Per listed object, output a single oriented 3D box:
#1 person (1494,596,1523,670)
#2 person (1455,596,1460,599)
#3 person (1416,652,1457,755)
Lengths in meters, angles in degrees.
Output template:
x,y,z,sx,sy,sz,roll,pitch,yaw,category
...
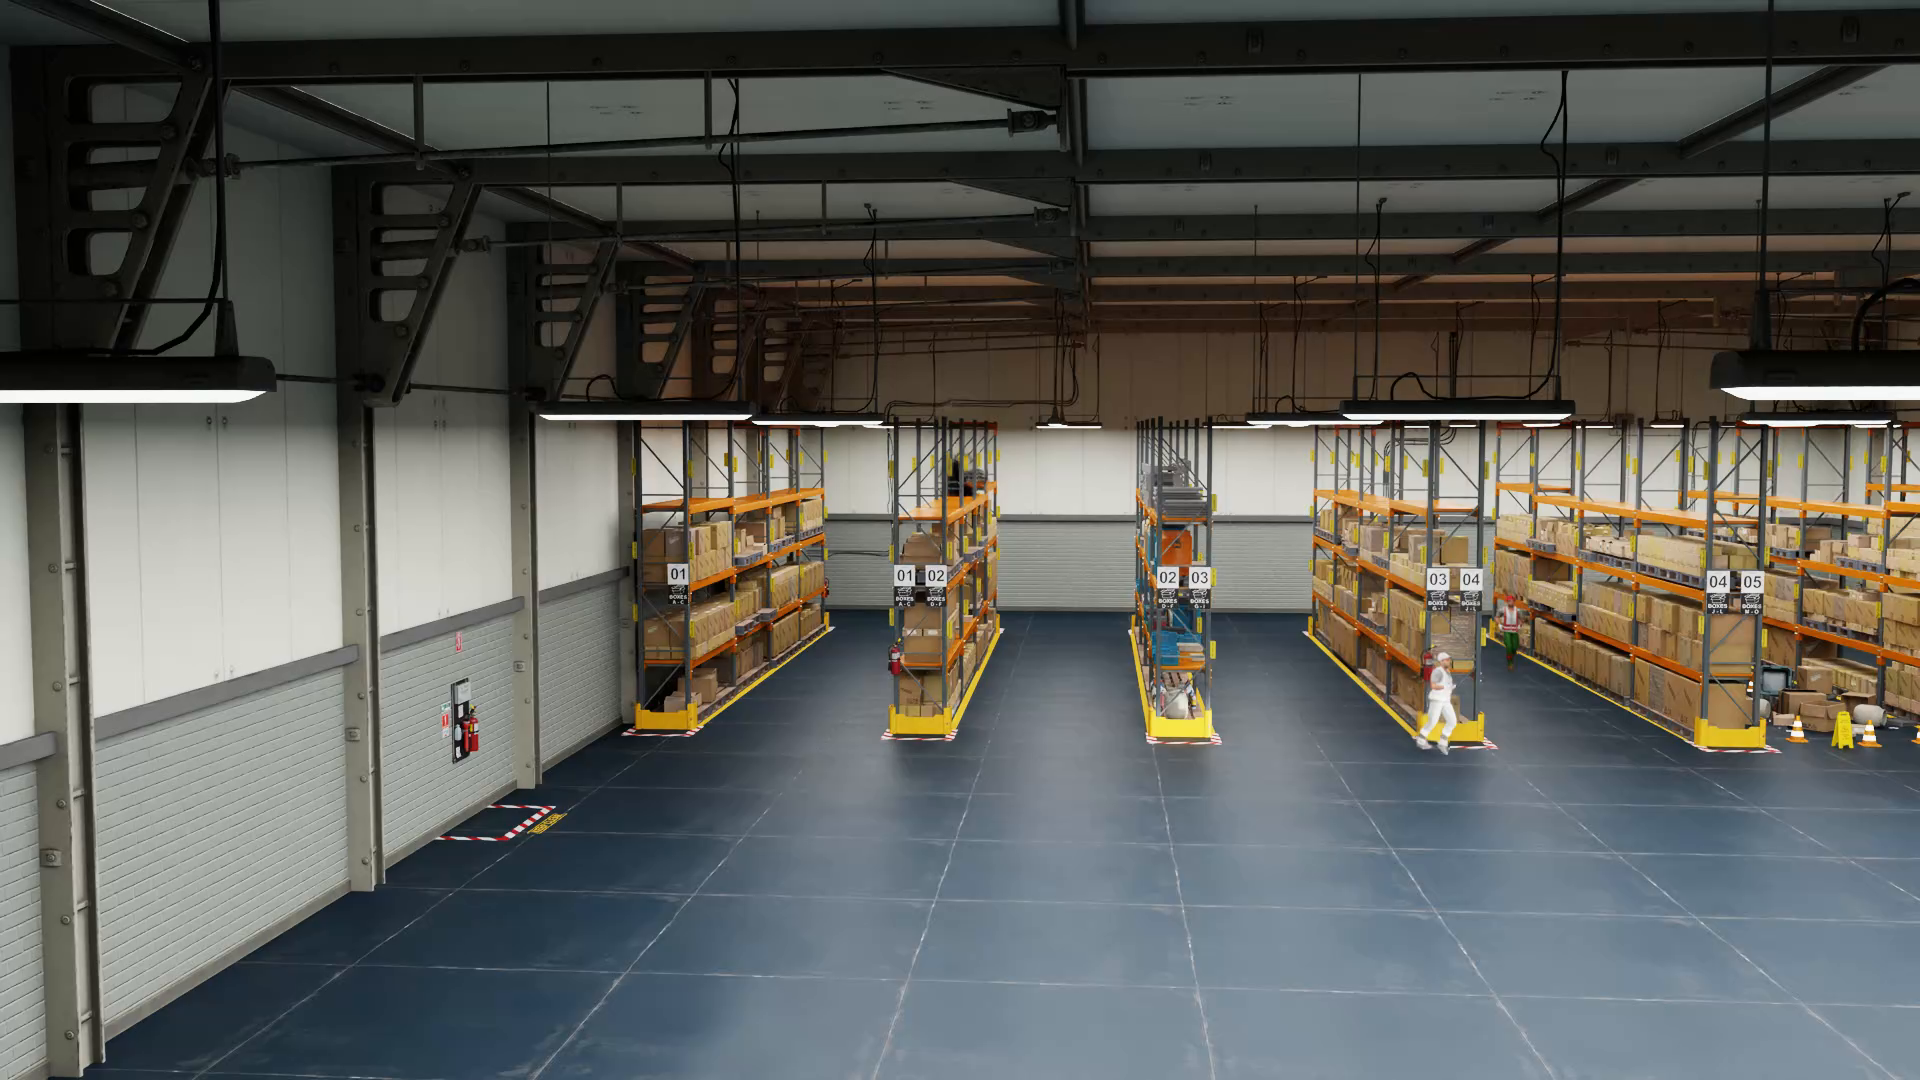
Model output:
x,y,z,sx,sy,sz,roll,pitch,yaw,category
13.258,2.222,40.137,0.667,1.767,0.741,0,4,6,person
13.342,1.937,44.266,0.715,1.776,0.903,1,4,8,person
8.557,2.913,29.590,0.651,1.834,0.743,-3,5,-41,person
